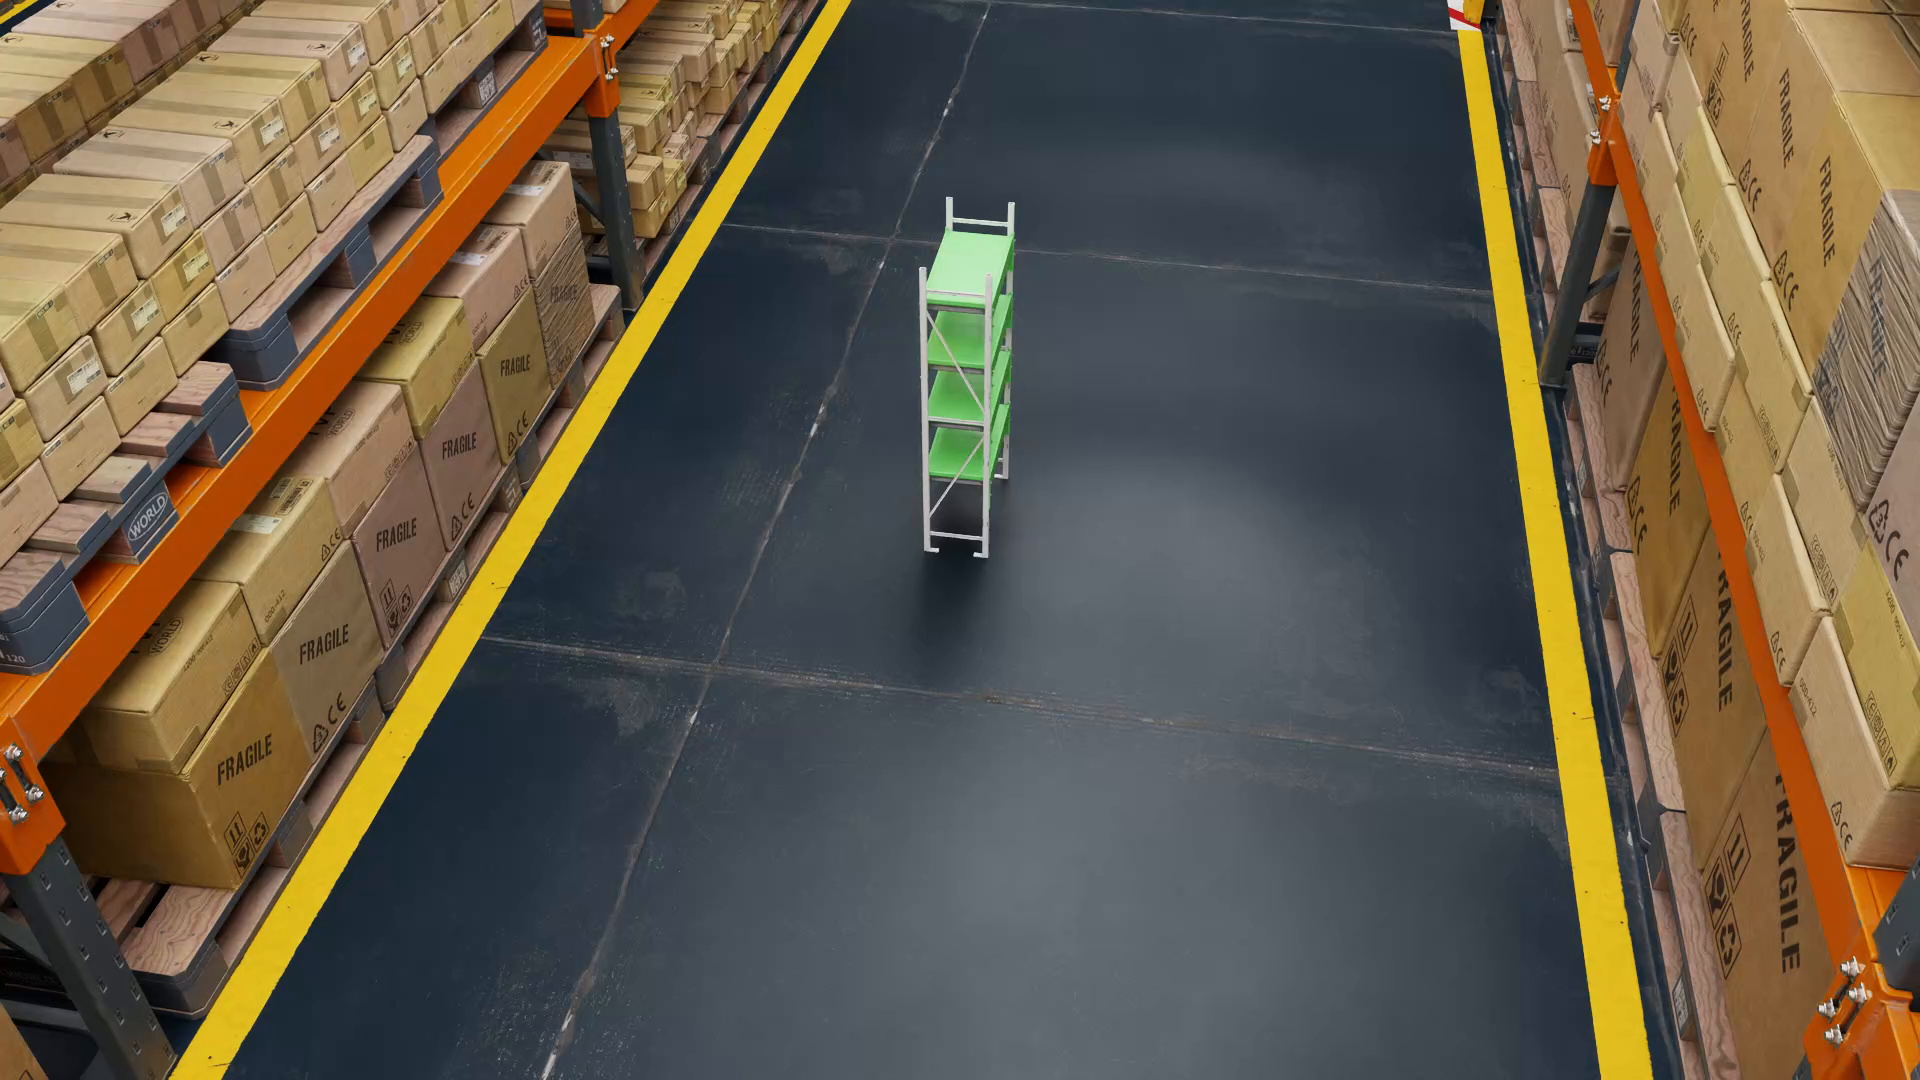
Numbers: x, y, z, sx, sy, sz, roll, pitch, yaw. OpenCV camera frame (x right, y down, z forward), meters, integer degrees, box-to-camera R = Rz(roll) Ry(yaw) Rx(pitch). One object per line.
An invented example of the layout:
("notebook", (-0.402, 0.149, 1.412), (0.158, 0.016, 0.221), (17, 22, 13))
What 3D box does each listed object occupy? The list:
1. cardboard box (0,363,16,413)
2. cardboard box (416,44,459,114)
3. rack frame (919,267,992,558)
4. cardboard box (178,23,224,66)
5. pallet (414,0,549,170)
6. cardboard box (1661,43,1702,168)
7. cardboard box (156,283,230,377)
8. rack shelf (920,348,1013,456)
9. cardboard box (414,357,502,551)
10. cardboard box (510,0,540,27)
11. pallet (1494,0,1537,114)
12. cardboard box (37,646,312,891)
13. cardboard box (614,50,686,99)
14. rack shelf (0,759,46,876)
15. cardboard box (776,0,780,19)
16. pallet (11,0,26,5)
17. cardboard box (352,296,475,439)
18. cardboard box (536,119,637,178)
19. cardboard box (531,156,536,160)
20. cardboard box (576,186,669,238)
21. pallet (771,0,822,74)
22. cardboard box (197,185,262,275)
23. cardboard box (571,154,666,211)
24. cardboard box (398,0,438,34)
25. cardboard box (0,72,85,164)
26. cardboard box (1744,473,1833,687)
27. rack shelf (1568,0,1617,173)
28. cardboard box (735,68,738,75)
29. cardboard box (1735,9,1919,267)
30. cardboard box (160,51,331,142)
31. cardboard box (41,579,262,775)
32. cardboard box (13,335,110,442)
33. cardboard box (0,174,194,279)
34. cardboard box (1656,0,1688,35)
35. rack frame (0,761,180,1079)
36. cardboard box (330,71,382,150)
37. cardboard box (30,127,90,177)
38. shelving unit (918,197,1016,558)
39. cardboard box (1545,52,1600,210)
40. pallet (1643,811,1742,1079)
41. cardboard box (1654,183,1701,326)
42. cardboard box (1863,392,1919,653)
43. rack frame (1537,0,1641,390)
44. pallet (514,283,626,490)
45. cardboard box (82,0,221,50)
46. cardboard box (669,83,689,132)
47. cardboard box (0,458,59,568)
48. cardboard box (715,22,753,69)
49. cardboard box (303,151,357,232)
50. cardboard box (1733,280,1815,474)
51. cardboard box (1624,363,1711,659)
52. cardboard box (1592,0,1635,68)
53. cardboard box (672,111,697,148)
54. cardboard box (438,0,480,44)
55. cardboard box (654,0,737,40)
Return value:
("cardboard box", (-2.362, -0.322, 3.687), (0.380, 0.149, 0.250), (6, 40, 8))
("cardboard box", (-1.948, -1.584, 5.680), (0.380, 0.149, 0.250), (4, 40, 5))
("rack frame", (-0.014, -0.413, 5.808), (0.240, 1.200, 0.015), (6, 40, 8))
("cardboard box", (-2.638, -1.593, 5.456), (0.380, 0.149, 0.250), (8, 40, 9))
("pallet", (-2.216, -1.729, 6.138), (1.003, 0.211, 1.213), (6, 40, 8))
("cardboard box", (2.536, -1.344, 5.247), (0.500, 0.250, 0.500), (7, 40, 8))
("cardboard box", (-2.219, -0.588, 4.474), (0.380, 0.149, 0.250), (8, 40, 10))
("rack shelf", (0.029, -0.517, 6.034), (0.258, 0.148, 0.480), (6, 40, 8))
("cardboard box", (-2.003, -0.330, 5.927), (0.500, 0.500, 0.500), (6, 40, 7))
("cardboard box", (-1.815, -2.061, 6.256), (0.380, 0.149, 0.250), (6, 40, 7))
("pallet", (3.583, -2.710, 9.362), (1.003, 0.211, 1.213), (6, 40, 8))
("cardboard box", (-2.259, 0.629, 4.767), (0.500, 0.500, 0.500), (5, 40, 6))
("cardboard box", (-1.553, -2.249, 8.057), (0.380, 0.149, 0.250), (5, 40, 7))
("rack shelf", (-2.979, 1.776, 2.313), (1.077, 0.370, 4.000), (6, 40, 8))
("cardboard box", (-1.240, -3.002, 9.434), (0.380, 0.149, 0.250), (7, 40, 8))
("pallet", (-6.178, -3.802, 10.684), (1.003, 0.211, 1.213), (6, 40, 8))
("cardboard box", (-2.000, -0.605, 5.671), (0.500, 0.250, 0.500), (5, 40, 6))
("cardboard box", (-1.677, -1.753, 7.457), (0.380, 0.149, 0.250), (8, 40, 9))
("cardboard box", (-2.165, -1.849, 7.806), (0.380, 0.149, 0.250), (5, 40, 6))
("cardboard box", (-1.561, -1.523, 7.646), (0.380, 0.149, 0.250), (5, 40, 6))
("pallet", (-1.437, -3.149, 9.893), (1.003, 0.211, 1.213), (6, 40, 8))
("cardboard box", (-2.176, -0.870, 4.583), (0.380, 0.149, 0.250), (6, 40, 8))
("cardboard box", (-1.563, -1.637, 7.550), (0.380, 0.149, 0.250), (8, 40, 10))
("cardboard box", (-1.956, -1.792, 5.465), (0.380, 0.149, 0.250), (6, 40, 8))
("cardboard box", (-2.774, -1.220, 4.773), (0.380, 0.149, 0.250), (8, 40, 10))
("cardboard box", (2.165, 0.115, 3.874), (0.500, 0.250, 0.500), (7, 40, 8))
("rack shelf", (3.298, -2.763, 7.802), (1.077, 0.370, 4.000), (6, 40, 8))
("cardboard box", (-1.407, -2.515, 8.846), (0.380, 0.149, 0.250), (7, 40, 9))
("cardboard box", (2.359, -1.002, 4.245), (0.500, 0.500, 0.500), (6, 40, 7))
("cardboard box", (-2.090, -1.301, 4.870), (0.380, 0.149, 0.250), (6, 40, 7))
("cardboard box", (-2.275, 0.350, 4.516), (0.500, 0.250, 0.500), (5, 40, 6))
("cardboard box", (-2.307, -0.388, 3.999), (0.380, 0.149, 0.250), (8, 40, 10))
("cardboard box", (-2.225, -0.808, 4.274), (0.380, 0.149, 0.250), (5, 40, 6))
("cardboard box", (2.593, -1.964, 5.408), (0.500, 0.500, 0.500), (7, 40, 8))
("rack frame", (-2.633, 0.243, 3.602), (1.000, 3.000, 0.127), (6, 40, 8))
("cardboard box", (-2.040, -1.347, 5.160), (0.380, 0.149, 0.250), (7, 40, 8))
("cardboard box", (-2.775, -1.106, 4.868), (0.380, 0.149, 0.250), (7, 40, 9))
("shelving unit", (0.029, -0.566, 5.993), (0.258, 1.200, 0.503), (6, 40, 8))
("cardboard box", (3.321, -1.903, 7.879), (0.875, 0.438, 0.875), (5, 40, 6))
("pallet", (2.470, 1.314, 4.495), (1.003, 0.211, 1.213), (6, 40, 8))
("cardboard box", (2.423, -0.835, 5.024), (0.500, 0.250, 0.500), (6, 40, 7))
("cardboard box", (2.092, -0.051, 3.095), (0.500, 0.500, 0.500), (5, 40, 6))
("rack frame", (2.952, -1.785, 6.054), (1.000, 3.000, 0.127), (6, 40, 8))
("pallet", (-2.074, -0.704, 6.935), (1.003, 0.211, 1.213), (6, 40, 8))
("cardboard box", (-2.641, -1.711, 5.367), (0.380, 0.149, 0.250), (6, 40, 7))
("cardboard box", (-1.551, -2.132, 8.149), (0.380, 0.149, 0.250), (4, 40, 5))
("cardboard box", (-2.357, -0.080, 3.861), (0.380, 0.149, 0.250), (6, 40, 7))
("cardboard box", (-1.307, -2.605, 8.721), (0.380, 0.149, 0.250), (7, 40, 8))
("cardboard box", (-2.083, -1.076, 5.065), (0.380, 0.149, 0.250), (5, 40, 6))
("cardboard box", (2.247, -0.387, 4.089), (0.500, 0.250, 0.500), (5, 40, 7))
("cardboard box", (2.775, -0.162, 5.430), (0.875, 0.875, 0.875), (7, 40, 9))
("cardboard box", (2.780, -2.142, 6.409), (0.500, 0.500, 0.500), (7, 40, 8))
("cardboard box", (-1.529, -2.017, 8.243), (0.380, 0.149, 0.250), (6, 40, 7))
("cardboard box", (-1.905, -1.854, 5.773), (0.380, 0.149, 0.250), (8, 40, 10))
("cardboard box", (-1.382, -2.731, 8.640), (0.380, 0.149, 0.250), (7, 40, 8))
